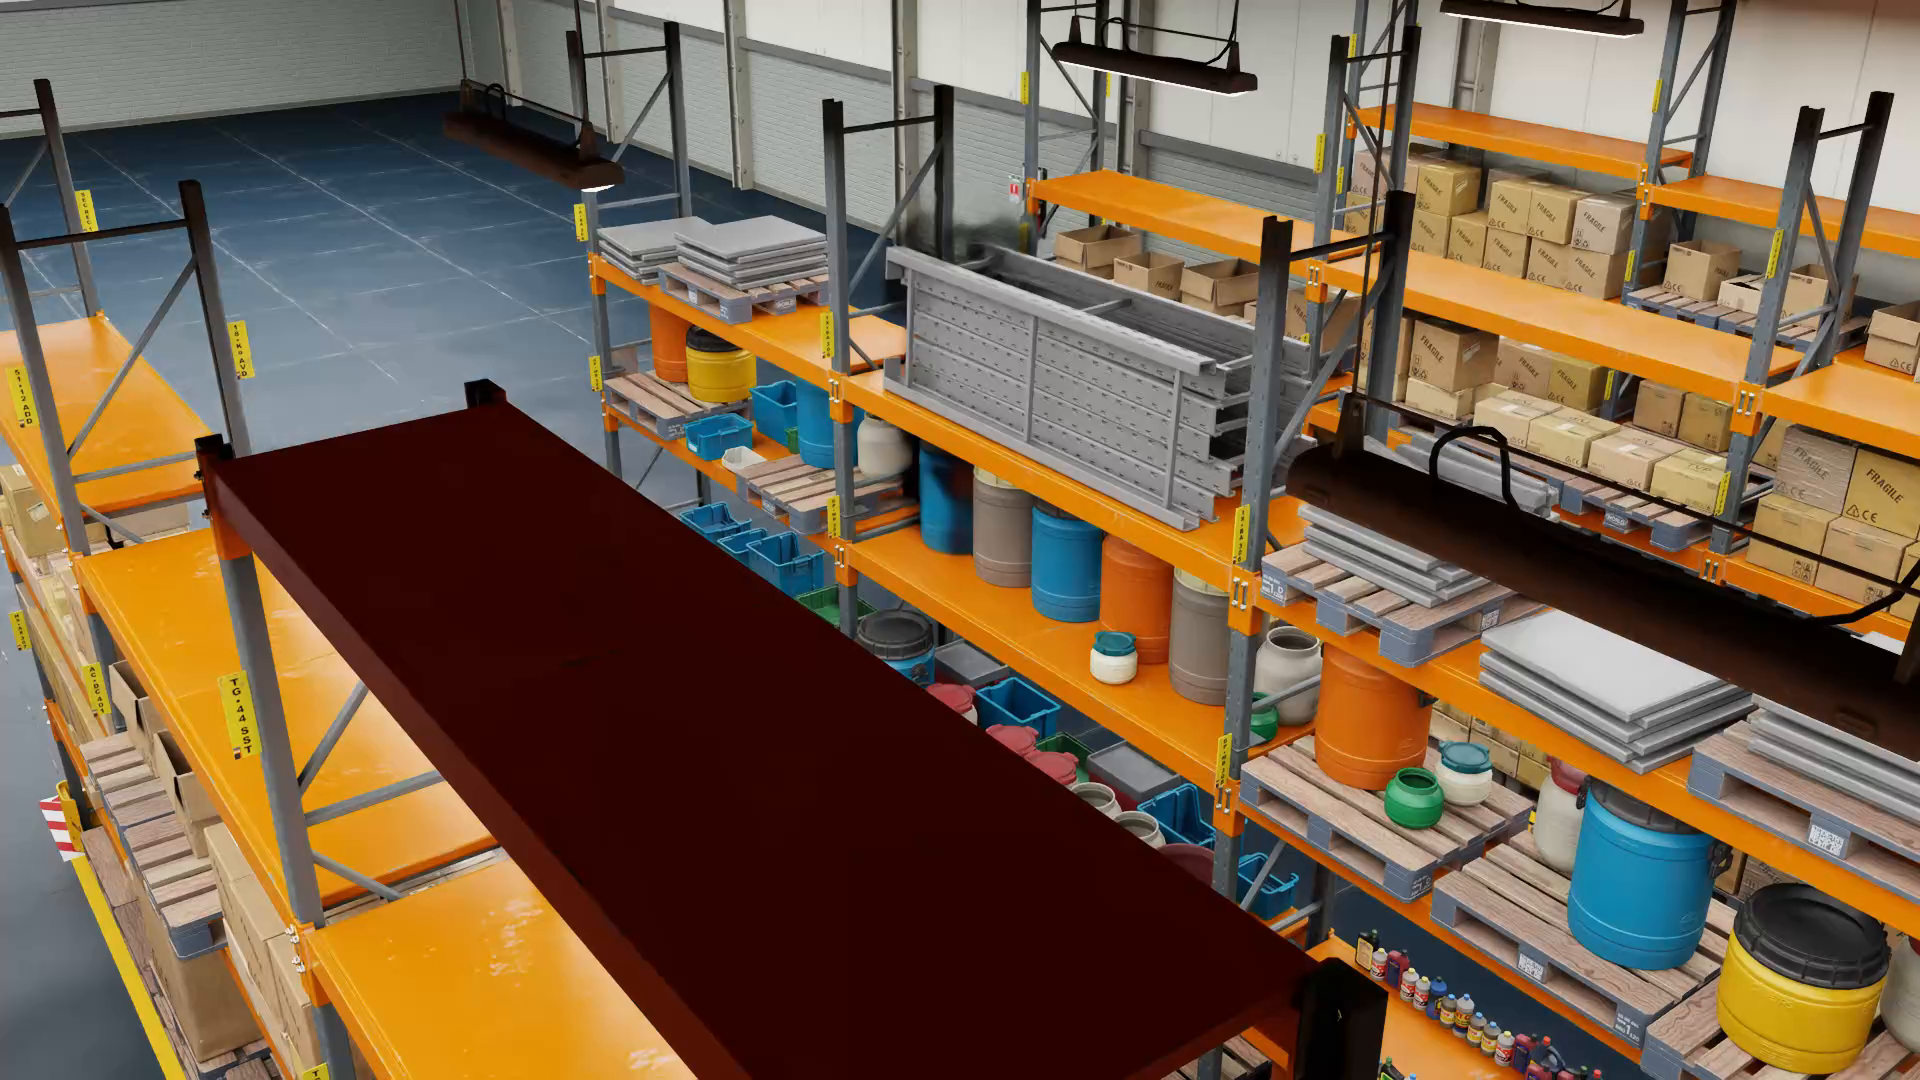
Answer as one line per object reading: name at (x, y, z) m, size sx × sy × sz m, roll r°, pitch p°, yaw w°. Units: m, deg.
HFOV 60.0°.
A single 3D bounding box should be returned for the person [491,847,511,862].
person at (-3.298, 2.198, 11.475) m, size 0.650 × 1.769 × 0.591 m, roll -18°, pitch 30°, yaw -33°
